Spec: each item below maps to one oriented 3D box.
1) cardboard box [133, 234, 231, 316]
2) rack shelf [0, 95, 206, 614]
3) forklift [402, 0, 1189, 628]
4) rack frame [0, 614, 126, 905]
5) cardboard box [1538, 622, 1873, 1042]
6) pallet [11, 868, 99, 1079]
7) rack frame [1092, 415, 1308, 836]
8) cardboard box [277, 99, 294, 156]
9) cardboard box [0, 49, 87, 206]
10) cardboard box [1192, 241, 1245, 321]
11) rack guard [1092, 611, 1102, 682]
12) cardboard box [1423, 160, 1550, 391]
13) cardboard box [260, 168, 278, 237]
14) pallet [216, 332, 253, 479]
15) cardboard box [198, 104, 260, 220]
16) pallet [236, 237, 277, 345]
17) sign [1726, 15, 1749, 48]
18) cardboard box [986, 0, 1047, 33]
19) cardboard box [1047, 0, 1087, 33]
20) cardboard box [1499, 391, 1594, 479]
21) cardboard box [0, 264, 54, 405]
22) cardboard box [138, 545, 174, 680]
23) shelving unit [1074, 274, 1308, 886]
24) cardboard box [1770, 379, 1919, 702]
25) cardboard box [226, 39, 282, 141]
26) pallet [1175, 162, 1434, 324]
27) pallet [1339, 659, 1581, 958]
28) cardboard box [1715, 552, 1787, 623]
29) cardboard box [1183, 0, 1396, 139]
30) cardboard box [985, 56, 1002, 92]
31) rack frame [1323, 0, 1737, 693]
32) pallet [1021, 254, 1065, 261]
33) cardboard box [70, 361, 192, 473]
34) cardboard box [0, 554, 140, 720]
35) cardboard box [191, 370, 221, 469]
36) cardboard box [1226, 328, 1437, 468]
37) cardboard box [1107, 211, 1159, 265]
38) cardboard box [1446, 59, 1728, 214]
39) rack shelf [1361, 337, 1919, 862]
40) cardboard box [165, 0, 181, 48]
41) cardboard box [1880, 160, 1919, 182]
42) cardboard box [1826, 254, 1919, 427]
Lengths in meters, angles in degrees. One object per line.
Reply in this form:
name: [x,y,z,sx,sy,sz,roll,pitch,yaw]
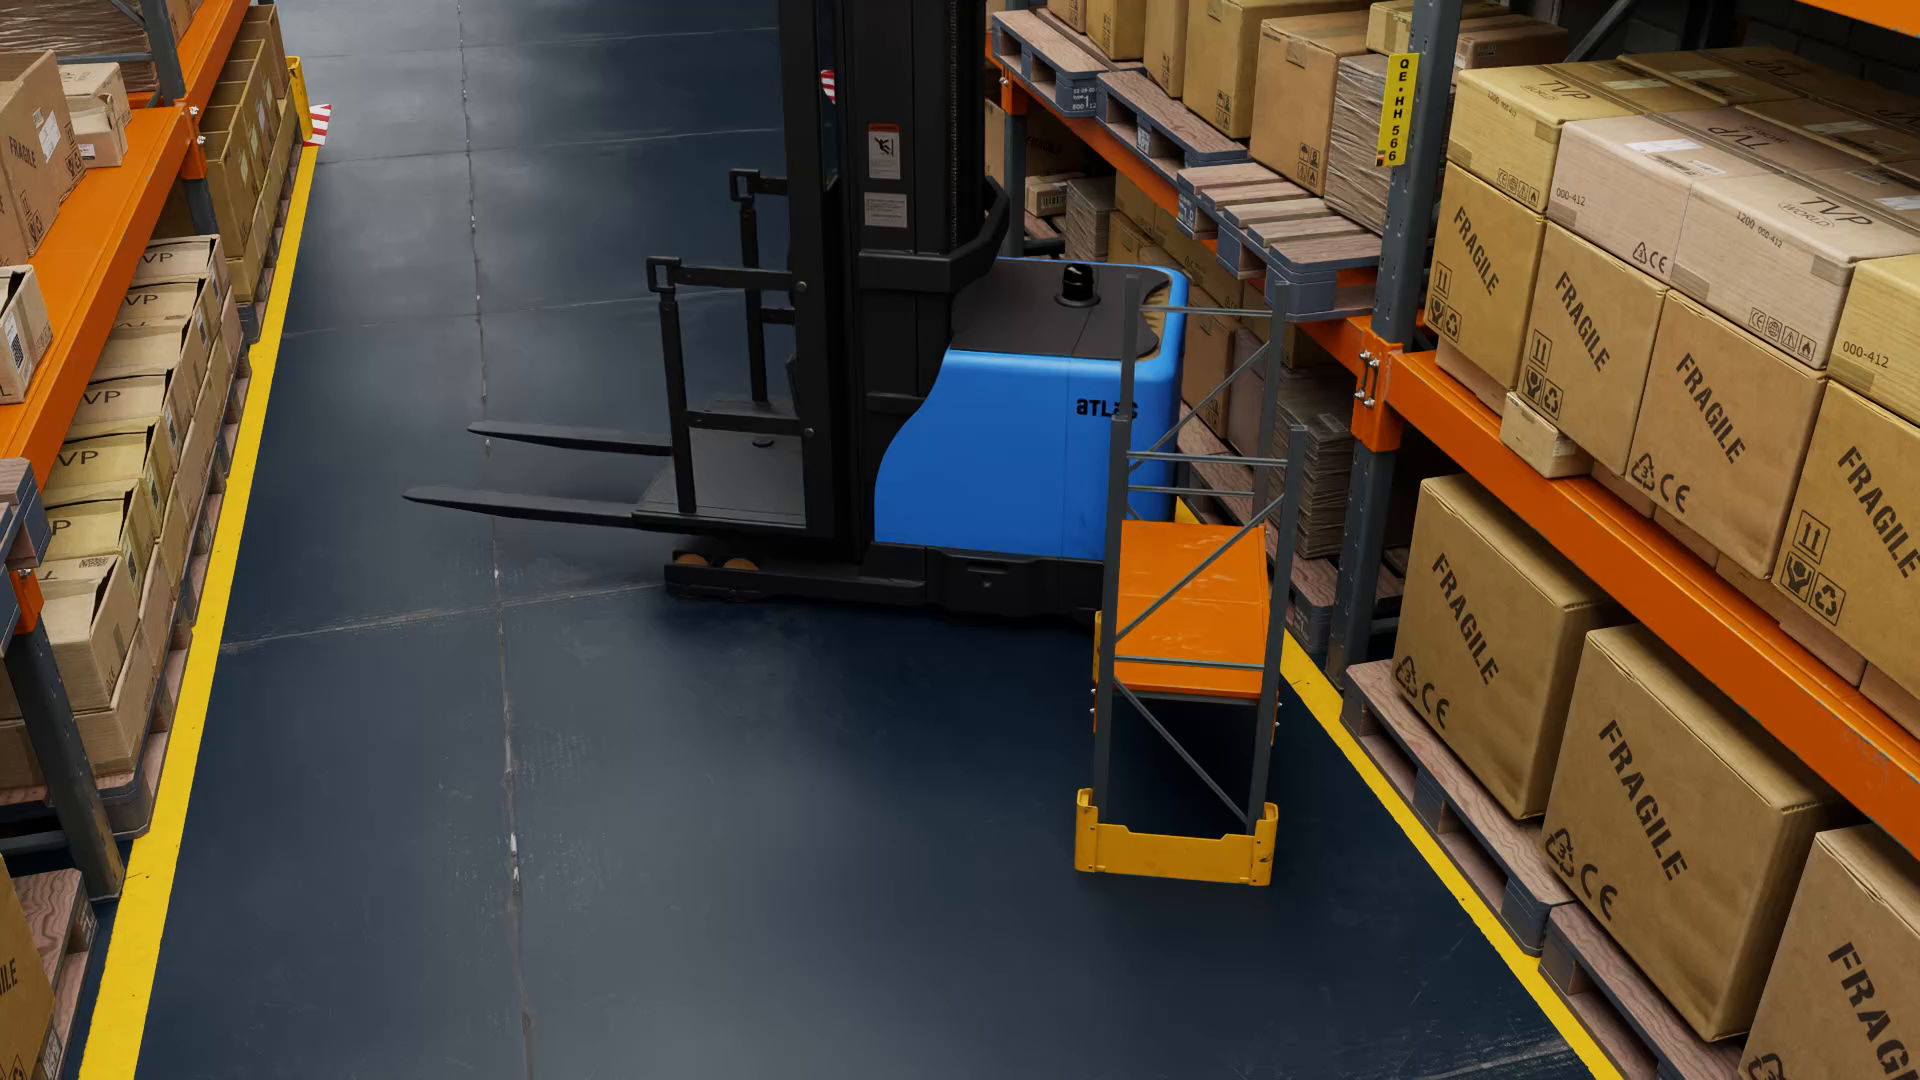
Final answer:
cardboard box: [-3.658,-1.206,7.606,0.500,0.311,0.500,-8,31,-13]
rack shelf: [-3.511,-0.852,5.946,1.077,0.370,4.000,-8,31,-13]
forklift: [-0.672,-1.285,6.044,3.031,2.935,1.130,5,30,9]
rack frame: [-2.980,-0.198,4.097,1.000,3.000,0.127,-8,31,-13]
cardboard box: [2.090,0.687,4.295,0.750,0.750,0.750,-8,31,-14]
pallet: [-2.819,1.375,4.164,1.003,0.211,1.213,-8,31,-13]
rack frame: [0.640,0.348,4.652,0.500,1.500,0.032,4,30,6]
cardboard box: [-4.532,-2.594,10.562,0.500,0.250,0.500,-8,31,-13]
cardboard box: [-3.714,-1.545,6.326,0.500,0.500,0.500,-6,31,-10]
cardboard box: [1.321,-1.163,7.073,0.500,0.250,0.500,-8,31,-14]
rack guard: [0.763,0.393,5.822,0.587,0.250,0.087,4,30,6]
cardboard box: [1.677,-0.770,4.669,0.500,0.500,0.500,-7,31,-12]
cardboard box: [-4.128,-1.870,9.312,0.500,0.250,0.500,-8,31,-13]
pallet: [-3.809,-0.572,7.528,1.003,0.211,1.213,-8,31,-13]
cardboard box: [-4.004,-1.952,8.705,0.500,0.500,0.500,-8,31,-13]
pallet: [-4.213,-1.312,8.807,1.003,0.211,1.213,-8,31,-13]
sign: [2.329,-1.435,5.078,0.100,0.325,0.005,-8,31,-13]
cardboard box: [0.315,-2.922,8.934,0.500,0.250,0.500,-8,31,-13]
cardboard box: [0.835,-2.773,8.008,0.700,0.500,0.500,-8,31,-13]
cardboard box: [1.706,-0.306,4.515,0.380,0.149,0.250,-7,31,-12]
cardboard box: [-3.031,-0.617,4.910,0.500,0.311,0.500,-8,31,-14]
cardboard box: [-2.970,0.276,5.604,0.500,0.250,0.500,-9,31,-15]
shelving unit: [0.702,0.099,5.081,0.587,1.500,1.083,4,30,6]
cardboard box: [2.083,-0.026,3.383,0.500,0.500,0.500,-7,31,-12]
cardboard box: [-4.395,-2.677,9.958,0.500,0.500,0.500,-8,31,-13]
pallet: [1.503,-1.105,5.856,1.213,0.211,1.003,-8,31,-13]
pallet: [1.931,0.740,5.262,1.003,0.211,1.213,-8,31,-13]
cardboard box: [2.027,0.050,3.901,0.380,0.149,0.250,-7,31,-13]
cardboard box: [1.308,-1.916,6.527,0.700,0.500,0.500,-8,31,-13]
cardboard box: [0.066,-2.848,10.732,0.700,0.500,0.500,-10,31,-16]
rack frame: [1.795,-0.858,5.238,1.000,3.000,0.127,-8,31,-13]
pallet: [0.941,-1.207,8.625,1.003,0.211,1.213,-8,31,-13]
cardboard box: [-3.254,-0.471,6.336,0.500,0.311,0.500,-8,31,-14]
cardboard box: [-2.836,0.276,5.045,0.500,0.311,0.500,-7,31,-12]
cardboard box: [-3.384,-0.468,6.890,0.500,0.250,0.500,-7,31,-12]
cardboard box: [1.529,-0.572,6.799,0.700,0.500,0.500,-8,31,-13]
cardboard box: [1.130,-1.302,8.062,0.700,0.500,0.500,-8,31,-14]
cardboard box: [1.674,-1.096,4.484,0.500,0.250,0.500,-7,31,-12]
rack shelf: [2.326,0.419,3.749,1.077,0.370,4.000,-8,31,-13]
cardboard box: [-4.312,-2.640,8.217,0.700,0.500,0.500,-8,31,-14]
cardboard box: [2.432,-0.680,3.765,0.500,0.250,0.500,-9,31,-15]
cardboard box: [2.088,-0.364,3.219,0.500,0.250,0.500,-8,31,-14]
